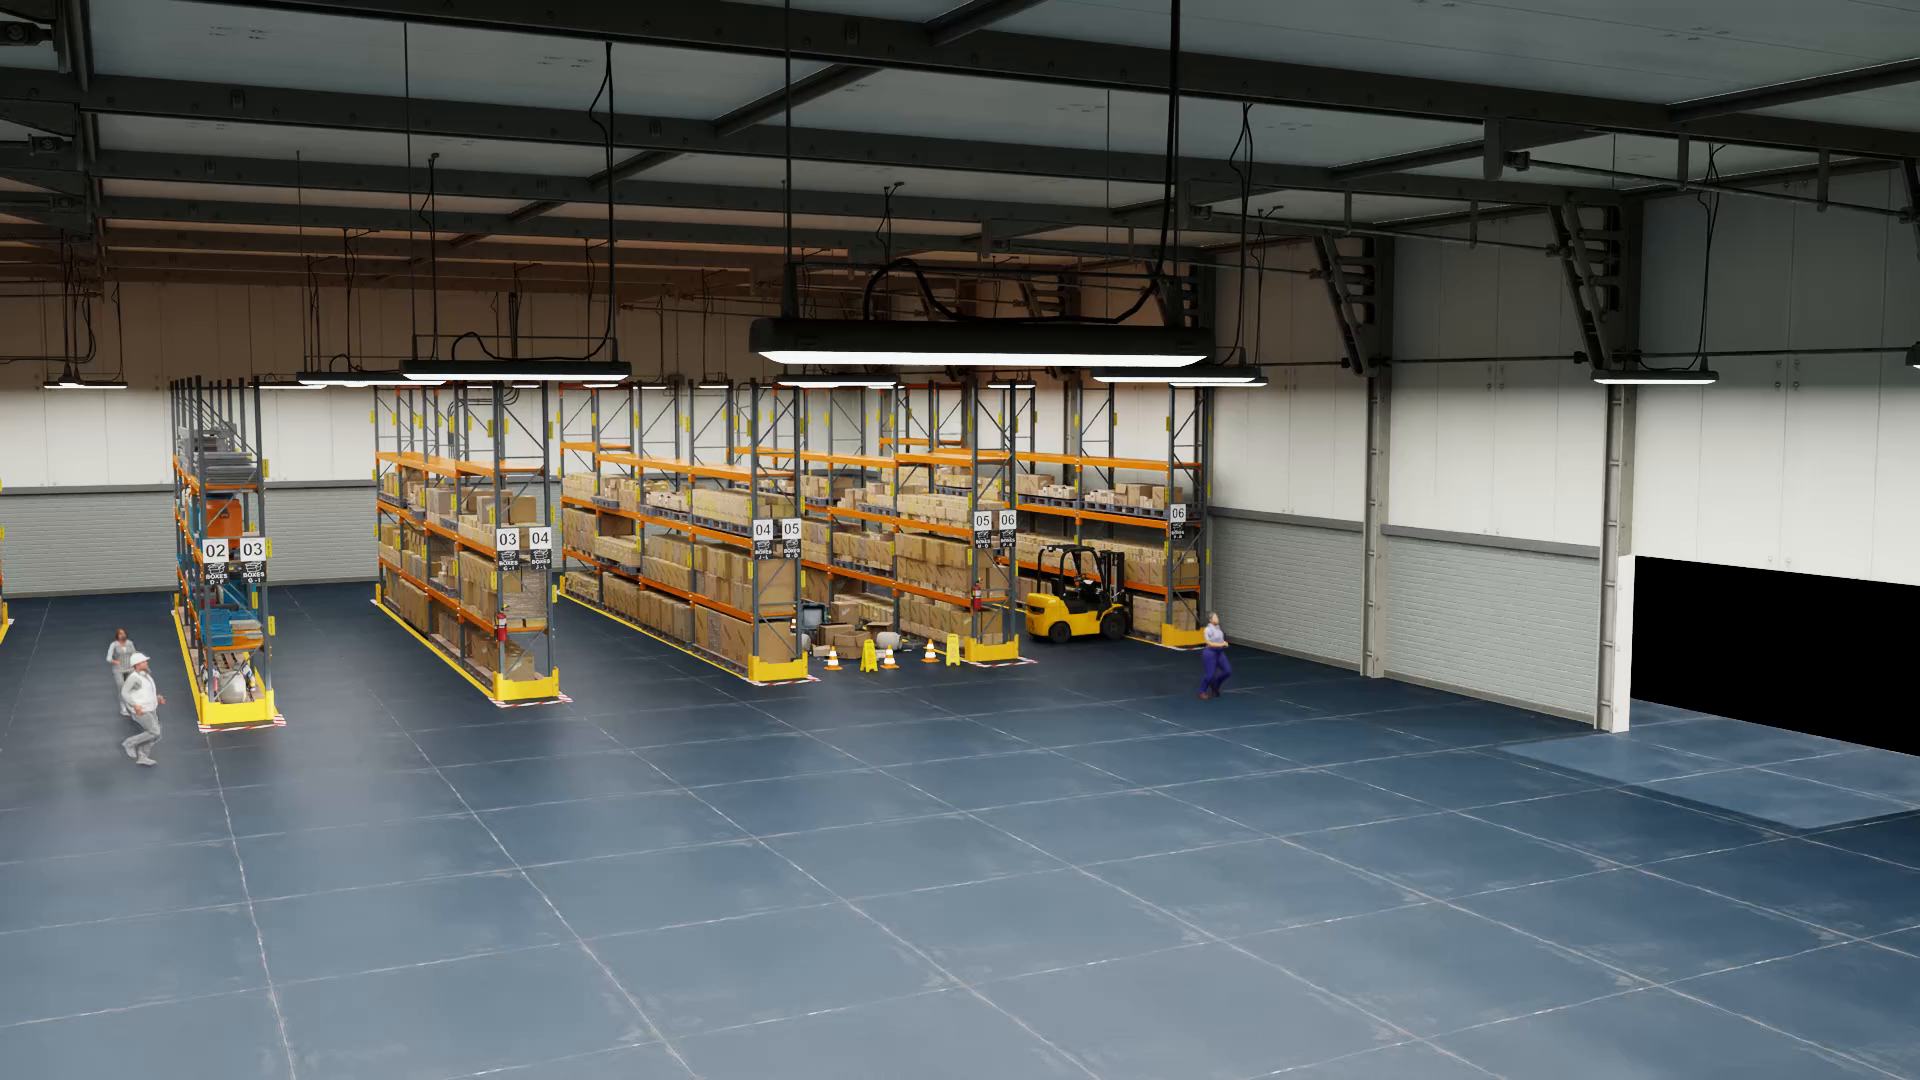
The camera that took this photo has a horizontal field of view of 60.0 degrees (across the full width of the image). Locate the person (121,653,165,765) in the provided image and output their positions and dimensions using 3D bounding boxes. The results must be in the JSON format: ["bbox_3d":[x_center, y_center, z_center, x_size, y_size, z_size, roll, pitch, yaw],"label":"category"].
[{"bbox_3d":[-12.541,2.599,25.552,0.575,1.731,0.662,0,5,-3],"label":"person"}]

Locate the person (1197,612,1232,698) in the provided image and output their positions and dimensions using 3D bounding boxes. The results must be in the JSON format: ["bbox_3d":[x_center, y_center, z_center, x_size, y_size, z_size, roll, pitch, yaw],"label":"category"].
[{"bbox_3d":[4.753,2.162,30.969,0.658,1.638,0.599,4,6,38],"label":"person"}]

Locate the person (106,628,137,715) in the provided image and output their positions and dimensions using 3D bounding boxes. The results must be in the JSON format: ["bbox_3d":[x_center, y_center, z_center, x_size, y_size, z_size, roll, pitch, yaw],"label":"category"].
[{"bbox_3d":[-14.796,2.338,29.435,0.529,1.534,0.549,-5,7,-42],"label":"person"}]
